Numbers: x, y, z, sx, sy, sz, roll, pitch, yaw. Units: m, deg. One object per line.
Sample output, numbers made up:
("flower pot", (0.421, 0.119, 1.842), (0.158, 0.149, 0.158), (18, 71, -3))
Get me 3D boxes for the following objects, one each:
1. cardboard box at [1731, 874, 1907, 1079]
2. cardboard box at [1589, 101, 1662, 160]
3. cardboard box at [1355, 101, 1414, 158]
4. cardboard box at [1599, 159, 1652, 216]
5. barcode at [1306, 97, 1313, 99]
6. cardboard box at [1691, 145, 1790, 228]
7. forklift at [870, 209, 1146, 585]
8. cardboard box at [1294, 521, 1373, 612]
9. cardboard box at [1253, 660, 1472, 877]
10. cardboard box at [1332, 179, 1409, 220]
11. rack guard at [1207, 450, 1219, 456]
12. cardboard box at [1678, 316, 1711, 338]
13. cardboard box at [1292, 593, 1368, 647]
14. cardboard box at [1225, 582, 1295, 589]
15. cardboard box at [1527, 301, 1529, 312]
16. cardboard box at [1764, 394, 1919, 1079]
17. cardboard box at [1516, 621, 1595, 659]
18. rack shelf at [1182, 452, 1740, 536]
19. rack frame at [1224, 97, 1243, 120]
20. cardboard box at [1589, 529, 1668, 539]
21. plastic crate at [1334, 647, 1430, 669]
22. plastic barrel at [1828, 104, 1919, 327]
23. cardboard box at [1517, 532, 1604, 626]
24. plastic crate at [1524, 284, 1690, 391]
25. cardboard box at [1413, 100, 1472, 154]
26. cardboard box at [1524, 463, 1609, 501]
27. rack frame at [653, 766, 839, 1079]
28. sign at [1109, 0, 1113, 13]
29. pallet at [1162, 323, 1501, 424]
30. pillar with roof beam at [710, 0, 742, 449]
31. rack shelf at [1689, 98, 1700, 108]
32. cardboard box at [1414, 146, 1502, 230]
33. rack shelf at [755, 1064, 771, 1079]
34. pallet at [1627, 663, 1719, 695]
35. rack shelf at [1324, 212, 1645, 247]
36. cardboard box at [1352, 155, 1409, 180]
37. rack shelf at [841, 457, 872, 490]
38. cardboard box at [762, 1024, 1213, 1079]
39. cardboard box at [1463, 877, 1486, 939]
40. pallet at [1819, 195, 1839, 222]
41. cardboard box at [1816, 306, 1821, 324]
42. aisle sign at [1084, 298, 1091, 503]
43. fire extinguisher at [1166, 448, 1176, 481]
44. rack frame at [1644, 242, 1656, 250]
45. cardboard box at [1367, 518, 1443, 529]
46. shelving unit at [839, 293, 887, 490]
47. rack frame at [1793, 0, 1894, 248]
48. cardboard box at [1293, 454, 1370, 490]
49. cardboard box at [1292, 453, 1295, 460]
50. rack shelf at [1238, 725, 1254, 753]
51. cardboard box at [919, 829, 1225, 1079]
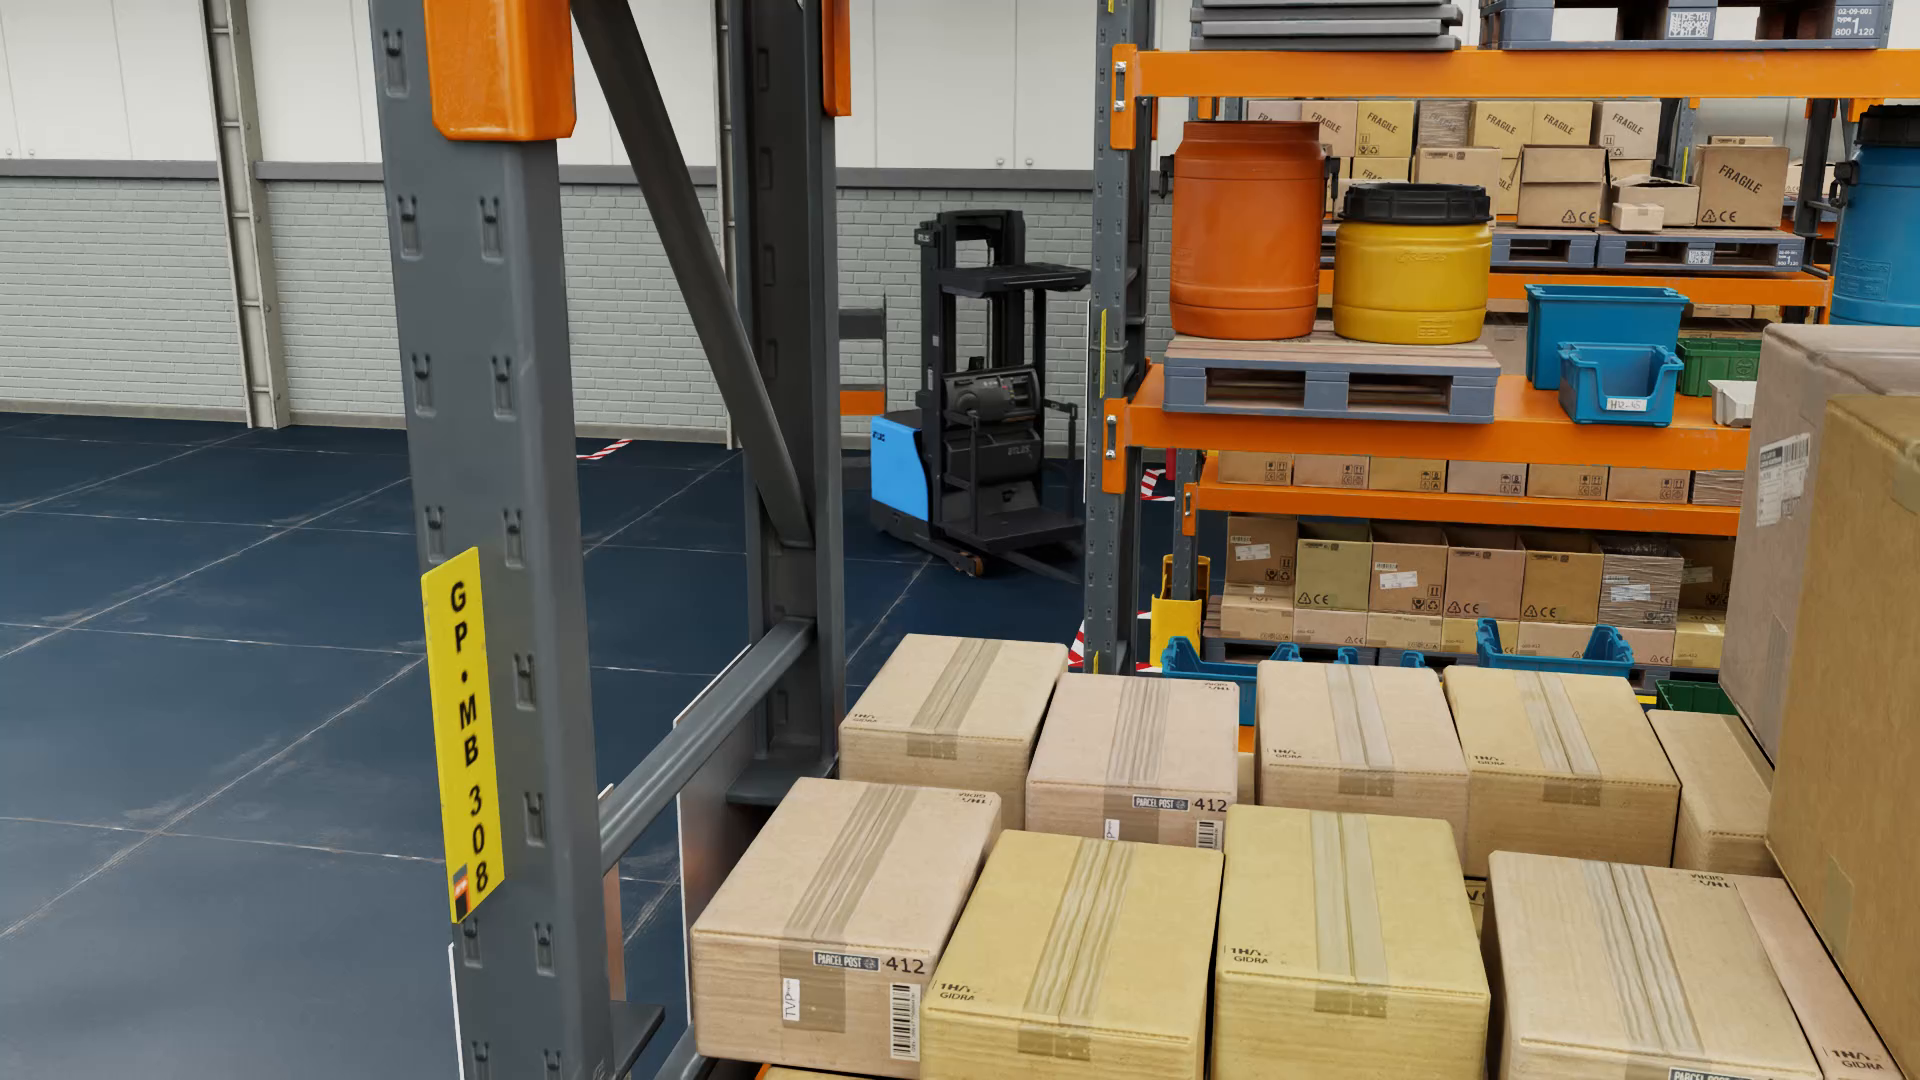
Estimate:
("cardboard box", (0.887, 0.476, 1.569), (0.250, 0.149, 0.380), (3, 16, 11))
("cardboard box", (6.003, -3.716, 15.073), (0.500, 0.500, 0.500), (2, 16, 6))
("cardboard box", (3.943, -3.825, 15.466), (0.500, 0.500, 0.500), (4, 16, 13))
("cardboard box", (6.001, -3.241, 15.230), (0.500, 0.500, 0.500), (4, 16, 13))
("barcode", (3.423, -4.346, 16.259), (0.075, 0.075, 0.001), (3, 16, 11))
("cardboard box", (5.123, -2.339, 10.961), (0.500, 0.500, 0.500), (4, 16, 16))
("forklift", (0.393, -1.245, 13.995), (1.130, 2.935, 3.031), (-10, 18, -31))
("cardboard box", (2.616, 0.182, 11.676), (0.500, 0.500, 0.500), (3, 16, 11))
("cardboard box", (0.523, 0.297, 2.215), (0.250, 0.149, 0.380), (2, 16, 9))
("cardboard box", (2.825, -2.343, 11.445), (0.500, 0.250, 0.500), (3, 16, 11))
("rack guard", (2.702, -0.780, 16.870), (0.348, 0.500, 1.175), (3, 16, 11))
("cardboard box", (4.633, -1.201, 11.092), (0.500, 0.500, 0.700), (3, 16, 11))
("cardboard box", (2.616, 0.543, 11.777), (0.500, 0.250, 0.500), (3, 16, 11))
("cardboard box", (2.229, 0.382, 12.359), (0.500, 0.250, 0.500), (3, 16, 11))
("cardboard box", (5.533, -2.044, 15.589), (0.500, 0.500, 0.500), (3, 16, 11))
("cardboard box", (1.068, 0.171, 1.457), (0.500, 0.500, 0.500), (3, 16, 11))
("cardboard box", (4.085, 0.624, 11.485), (0.500, 0.250, 0.500), (3, 16, 11))
("rack shelf", (3.604, -0.239, 11.584), (4.000, 0.370, 1.077), (3, 16, 11))
("rack frame", (2.628, -4.879, 15.750), (0.127, 3.000, 1.000), (3, 16, 11))
("cardboard box", (4.681, 0.151, 11.788), (0.500, 0.500, 0.500), (3, 16, 11))
("plastic crate", (1.839, 0.659, 7.271), (0.408, 0.251, 0.499), (3, 16, 11))
("plastic barrel", (3.620, -1.154, 6.195), (0.708, 0.901, 0.600), (3, 16, 11))
("cardboard box", (4.088, 0.259, 11.397), (0.500, 0.500, 0.500), (3, 16, 11))
("plastic crate", (2.582, -0.812, 6.715), (0.575, 0.384, 0.392), (3, 16, 11))
("cardboard box", (4.610, -3.932, 15.851), (0.500, 0.500, 0.500), (3, 16, 11))
("cardboard box", (4.119, -0.604, 11.365), (0.500, 0.500, 0.700), (3, 16, 12))
("rack frame", (-0.333, 1.899, 2.517), (0.127, 3.000, 1.000), (3, 16, 11))
("sign", (0.540, -2.043, 5.903), (0.005, 0.325, 0.100), (3, 16, 11))
("pallet", (1.445, -0.682, 6.568), (1.213, 0.211, 1.003), (3, 16, 11))
("pillar with roof beam", (-3.251, -4.261, 13.519), (0.400, 9.000, 9.100), (3, 16, 11))
("rack shelf", (8.508, -4.021, 14.747), (4.000, 0.370, 1.077), (3, 16, 11))
("cardboard box", (3.217, -2.296, 10.806), (0.500, 0.500, 0.500), (3, 16, 11))
("rack shelf", (1.627, 0.907, 1.829), (4.000, 0.370, 1.077), (3, 16, 11))
("pallet", (4.793, 0.811, 11.668), (1.213, 0.211, 1.003), (3, 16, 11))
("rack shelf", (4.588, -2.981, 15.862), (4.000, 0.370, 1.077), (3, 16, 11))
("cardboard box", (3.935, -3.344, 15.601), (0.500, 0.500, 0.500), (4, 16, 14))
("rack shelf", (-0.934, -0.519, 15.604), (0.480, 0.518, 0.431), (0, 15, -1))
("cardboard box", (0.087, 0.619, 1.800), (0.500, 0.250, 0.500), (4, 16, 13))
("cardboard box", (0.680, 0.511, 2.191), (0.500, 0.250, 0.500), (3, 16, 11))
("pallet", (8.148, -3.015, 14.992), (1.003, 0.211, 1.213), (3, 16, 11))
("cardboard box", (8.237, -1.941, 15.370), (0.500, 0.500, 0.700), (5, 16, 19))
("aisle sign", (0.525, -0.577, 6.585), (0.004, 0.787, 0.394), (3, 16, 11))
("fire extinguisher", (1.621, -0.783, 12.344), (0.183, 0.674, 0.296), (3, 16, 11))
("rack frame", (6.548, -1.775, 15.783), (0.127, 3.000, 1.000), (3, 16, 11))
("cardboard box", (3.212, 0.069, 12.083), (0.500, 0.500, 0.500), (3, 16, 11))
("shelving unit", (-0.934, -1.206, 15.413), (0.503, 2.100, 0.431), (0, 15, -1))
("rack frame", (5.564, -3.371, 10.303), (0.127, 3.000, 1.000), (3, 16, 11))
("cardboard box", (2.615, -0.686, 11.661), (0.500, 0.500, 0.700), (4, 16, 13))
("cardboard box", (3.288, -0.844, 16.633), (0.500, 0.311, 0.500), (1, 16, 5))
("rack shelf", (2.614, 1.056, 6.907), (4.000, 0.370, 1.077), (3, 16, 11))
("cardboard box", (0.125, 0.448, 1.671), (0.250, 0.149, 0.380), (3, 16, 12))
